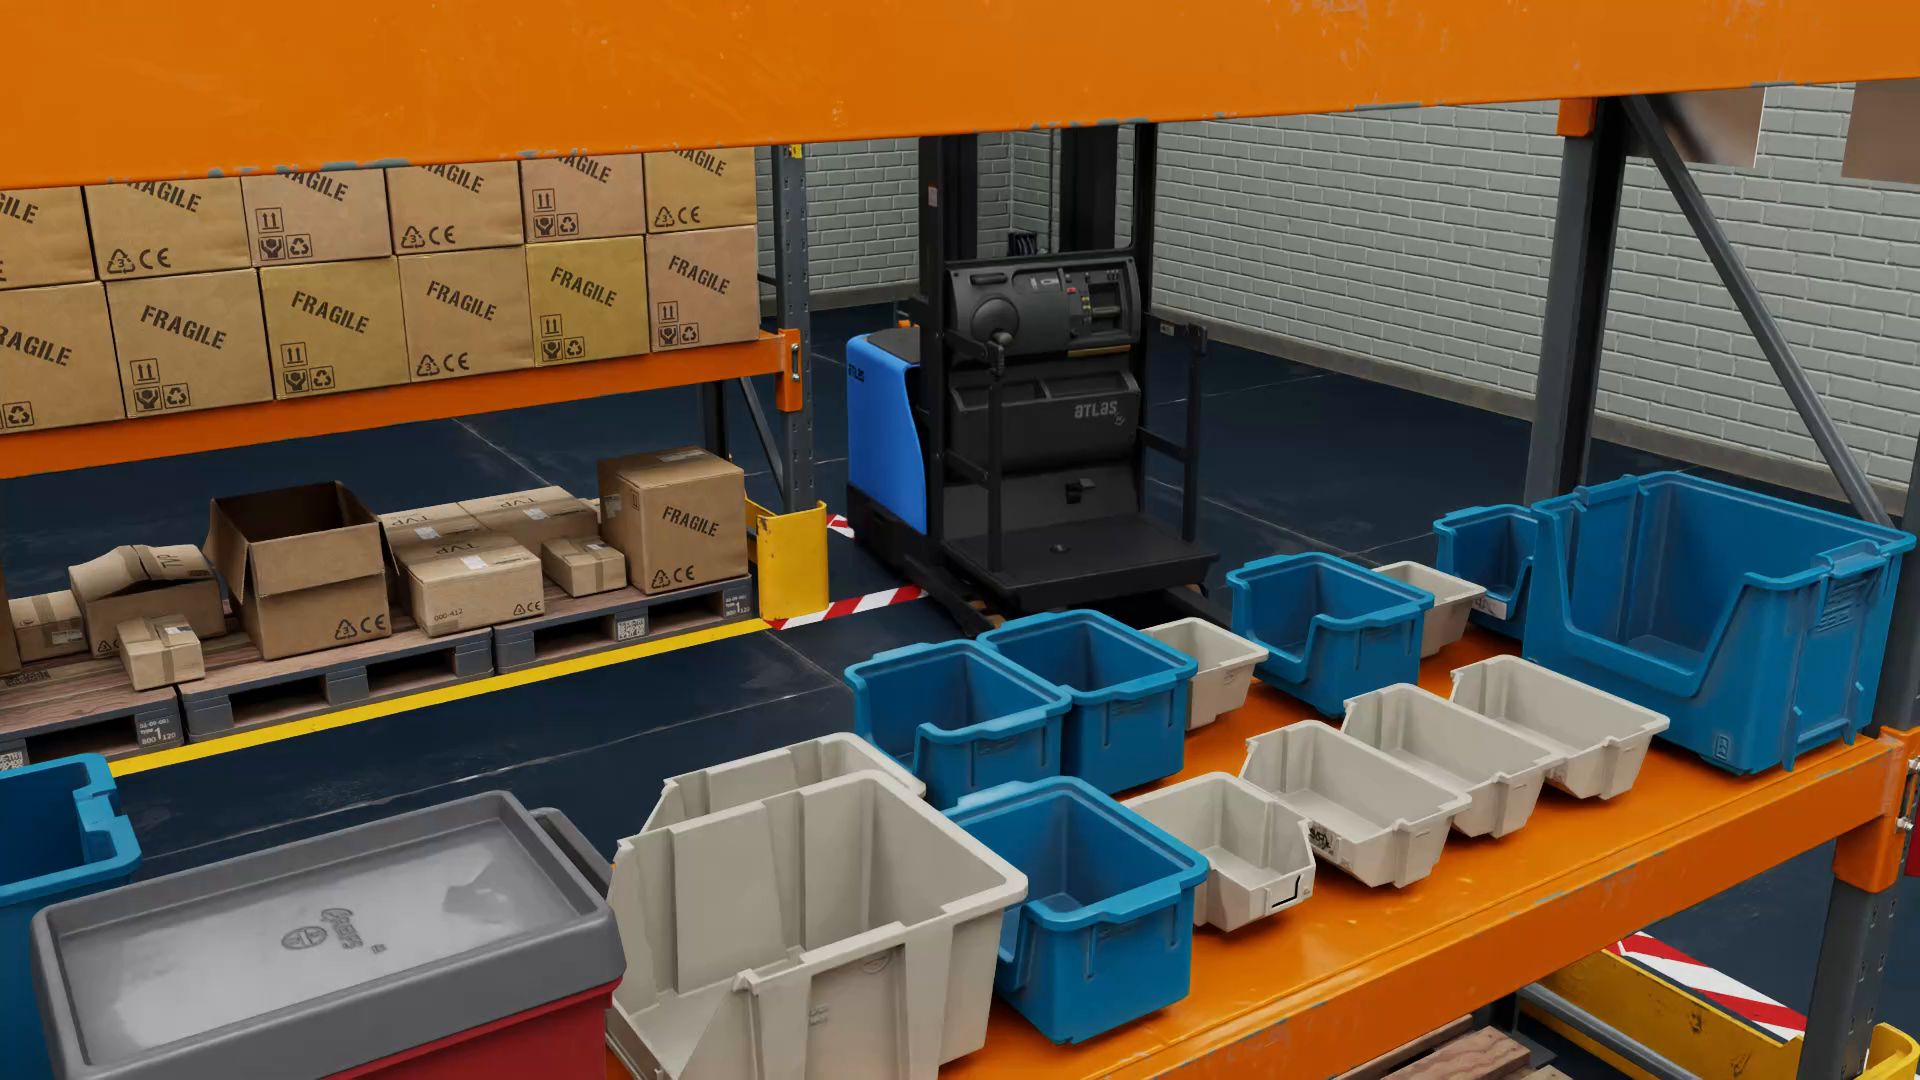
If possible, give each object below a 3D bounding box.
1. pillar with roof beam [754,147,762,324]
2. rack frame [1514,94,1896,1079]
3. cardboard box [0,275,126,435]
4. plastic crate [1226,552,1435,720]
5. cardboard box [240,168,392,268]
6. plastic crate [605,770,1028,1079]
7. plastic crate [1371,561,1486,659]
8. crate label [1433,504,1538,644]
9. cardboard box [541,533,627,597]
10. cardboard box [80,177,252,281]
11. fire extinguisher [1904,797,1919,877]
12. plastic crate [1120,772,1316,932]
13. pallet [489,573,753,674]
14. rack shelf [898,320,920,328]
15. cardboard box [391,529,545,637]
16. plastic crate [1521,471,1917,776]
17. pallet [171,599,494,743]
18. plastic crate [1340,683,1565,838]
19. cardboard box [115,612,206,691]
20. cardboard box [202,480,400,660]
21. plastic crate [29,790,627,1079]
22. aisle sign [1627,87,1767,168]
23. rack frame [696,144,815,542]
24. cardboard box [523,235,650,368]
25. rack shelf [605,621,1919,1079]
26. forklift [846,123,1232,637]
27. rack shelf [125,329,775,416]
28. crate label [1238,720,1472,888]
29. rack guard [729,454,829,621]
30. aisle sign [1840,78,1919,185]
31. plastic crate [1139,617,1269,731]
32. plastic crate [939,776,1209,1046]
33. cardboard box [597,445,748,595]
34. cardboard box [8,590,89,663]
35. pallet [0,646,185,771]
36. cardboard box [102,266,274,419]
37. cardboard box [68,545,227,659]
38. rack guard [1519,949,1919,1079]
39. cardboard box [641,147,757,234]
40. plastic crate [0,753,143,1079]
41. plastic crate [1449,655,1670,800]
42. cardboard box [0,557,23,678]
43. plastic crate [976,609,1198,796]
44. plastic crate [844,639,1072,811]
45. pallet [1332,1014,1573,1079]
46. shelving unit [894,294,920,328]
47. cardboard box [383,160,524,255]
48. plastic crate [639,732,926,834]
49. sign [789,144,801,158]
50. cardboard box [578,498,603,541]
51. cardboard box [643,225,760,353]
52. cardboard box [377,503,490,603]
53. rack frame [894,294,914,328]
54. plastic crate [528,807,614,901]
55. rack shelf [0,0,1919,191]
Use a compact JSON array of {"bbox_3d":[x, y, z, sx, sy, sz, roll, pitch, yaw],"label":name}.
[{"bbox_3d":[0.428,-4.962,9.370,0.400,9.000,9.100,-12,22,-31],"label":"pillar with roof beam"},{"bbox_3d":[1.732,0.087,3.805,0.053,2.616,0.949,-12,22,-31],"label":"rack frame"},{"bbox_3d":[-3.330,-0.691,5.948,0.500,0.500,0.500,-11,22,-30],"label":"cardboard box"},{"bbox_3d":[0.793,0.208,3.614,0.300,0.233,0.416,-12,22,-31],"label":"plastic crate"},{"bbox_3d":[-2.492,-1.337,6.298,0.500,0.500,0.500,-11,22,-30],"label":"cardboard box"},{"bbox_3d":[-0.234,0.598,2.383,0.530,0.282,0.437,-12,22,-31],"label":"plastic crate"},{"bbox_3d":[1.029,0.172,3.871,0.298,0.136,0.250,-12,22,-31],"label":"plastic crate"},{"bbox_3d":[1.343,0.092,3.957,0.303,0.233,0.416,-12,22,-31],"label":"crate label"},{"bbox_3d":[-1.697,0.103,7.494,0.250,0.166,0.380,-12,22,-31],"label":"cardboard box"},{"bbox_3d":[-2.923,-1.245,6.028,0.500,0.500,0.500,-13,22,-33],"label":"cardboard box"},{"bbox_3d":[2.106,0.394,3.599,0.183,0.674,0.296,-12,22,-31],"label":"fire extinguisher"},{"bbox_3d":[0.442,0.534,2.799,0.250,0.136,0.298,-12,22,-31],"label":"plastic crate"},{"bbox_3d":[-1.720,0.235,7.720,1.213,0.211,1.003,-12,22,-31],"label":"pallet"},{"bbox_3d":[-0.076,-1.113,8.934,0.480,0.148,0.258,-8,20,-24],"label":"rack shelf"},{"bbox_3d":[-2.120,0.175,7.149,0.500,0.250,0.500,-12,22,-31],"label":"cardboard box"},{"bbox_3d":[1.553,0.149,3.470,0.499,0.435,0.616,-12,22,-31],"label":"plastic crate"},{"bbox_3d":[-2.738,0.449,7.088,1.213,0.211,1.003,-12,22,-31],"label":"pallet"},{"bbox_3d":[0.899,0.421,3.133,0.243,0.136,0.396,-12,22,-31],"label":"plastic crate"},{"bbox_3d":[-3.145,0.427,6.534,0.250,0.166,0.380,-12,22,-31],"label":"cardboard box"},{"bbox_3d":[-2.765,0.107,6.957,0.637,0.503,0.797,-12,22,-31],"label":"cardboard box"},{"bbox_3d":[-0.727,0.641,1.971,0.583,0.464,0.402,-12,22,-31],"label":"plastic crate"},{"bbox_3d":[1.627,-1.238,3.664,0.004,0.787,0.394,-12,22,-31],"label":"aisle sign"},{"bbox_3d":[-0.991,-1.240,7.729,0.127,3.000,1.000,-12,22,-31],"label":"rack frame"},{"bbox_3d":[-1.647,-1.043,6.991,0.500,0.500,0.500,-12,22,-31],"label":"cardboard box"},{"bbox_3d":[0.060,0.779,2.881,4.000,0.370,1.077,-12,22,-31],"label":"rack shelf"},{"bbox_3d":[0.484,-1.055,7.290,1.130,2.935,3.031,-8,20,-24],"label":"forklift"},{"bbox_3d":[-2.661,-0.639,6.771,3.809,0.124,0.919,-12,22,-31],"label":"rack shelf"},{"bbox_3d":[0.680,0.477,2.968,0.243,0.136,0.396,-12,22,-31],"label":"crate label"},{"bbox_3d":[-1.054,-0.042,8.089,0.348,0.500,1.175,-12,22,-31],"label":"rack guard"},{"bbox_3d":[1.951,-1.080,3.197,0.004,0.787,0.394,-12,22,-31],"label":"aisle sign"},{"bbox_3d":[0.463,0.291,3.517,0.298,0.136,0.250,-12,22,-31],"label":"plastic crate"},{"bbox_3d":[0.156,0.567,2.552,0.300,0.233,0.416,-12,22,-31],"label":"plastic crate"},{"bbox_3d":[-1.310,-0.102,7.580,0.500,0.500,0.500,-12,22,-31],"label":"cardboard box"},{"bbox_3d":[-3.732,0.348,6.795,0.250,0.149,0.380,-12,22,-31],"label":"cardboard box"},{"bbox_3d":[-3.758,0.665,6.448,1.213,0.211,1.003,-12,22,-31],"label":"pallet"},{"bbox_3d":[-2.911,-0.778,6.207,0.500,0.500,0.500,-12,22,-32],"label":"cardboard box"},{"bbox_3d":[-3.385,0.222,6.917,0.500,0.311,0.500,-12,22,-31],"label":"cardboard box"},{"bbox_3d":[1.743,1.262,4.231,0.348,0.500,1.175,-12,22,-31],"label":"rack guard"},{"bbox_3d":[-1.211,-1.609,7.103,0.500,0.500,0.500,-12,22,-32],"label":"cardboard box"},{"bbox_3d":[-1.408,0.596,2.230,0.575,0.384,0.392,-12,22,-31],"label":"plastic crate"},{"bbox_3d":[1.149,0.374,3.272,0.243,0.136,0.396,-12,22,-31],"label":"plastic crate"},{"bbox_3d":[-4.012,0.264,6.496,0.500,0.500,0.500,-12,22,-31],"label":"cardboard box"},{"bbox_3d":[0.243,0.324,3.271,0.300,0.233,0.416,-12,22,-31],"label":"plastic crate"},{"bbox_3d":[-0.007,0.377,3.114,0.300,0.233,0.416,-12,22,-31],"label":"plastic crate"},{"bbox_3d":[1.020,1.542,3.855,1.213,0.211,1.003,-12,22,-31],"label":"pallet"},{"bbox_3d":[-0.076,-0.740,9.059,0.503,1.200,0.258,-8,20,-24],"label":"shelving unit"},{"bbox_3d":[-2.063,-1.427,6.565,0.500,0.500,0.500,-11,22,-30],"label":"cardboard box"},{"bbox_3d":[-0.322,0.500,2.901,0.466,0.136,0.293,-12,22,-31],"label":"plastic crate"},{"bbox_3d":[-0.702,-1.786,7.043,0.005,0.325,0.100,-12,22,-31],"label":"sign"},{"bbox_3d":[-1.738,-0.080,8.035,0.250,0.166,0.380,-12,22,-31],"label":"cardboard box"},{"bbox_3d":[-1.215,-1.136,7.264,0.500,0.500,0.500,-11,22,-30],"label":"cardboard box"},{"bbox_3d":[-2.436,0.050,7.519,0.500,0.250,0.500,-12,22,-31],"label":"cardboard box"},{"bbox_3d":[-0.297,-0.707,8.961,0.015,1.200,0.240,-8,20,-24],"label":"rack frame"},{"bbox_3d":[-0.823,0.623,2.554,0.590,0.125,0.437,-12,22,-31],"label":"plastic crate"},{"bbox_3d":[0.060,-0.642,2.400,4.000,0.370,1.077,-12,22,-31],"label":"rack shelf"}]
